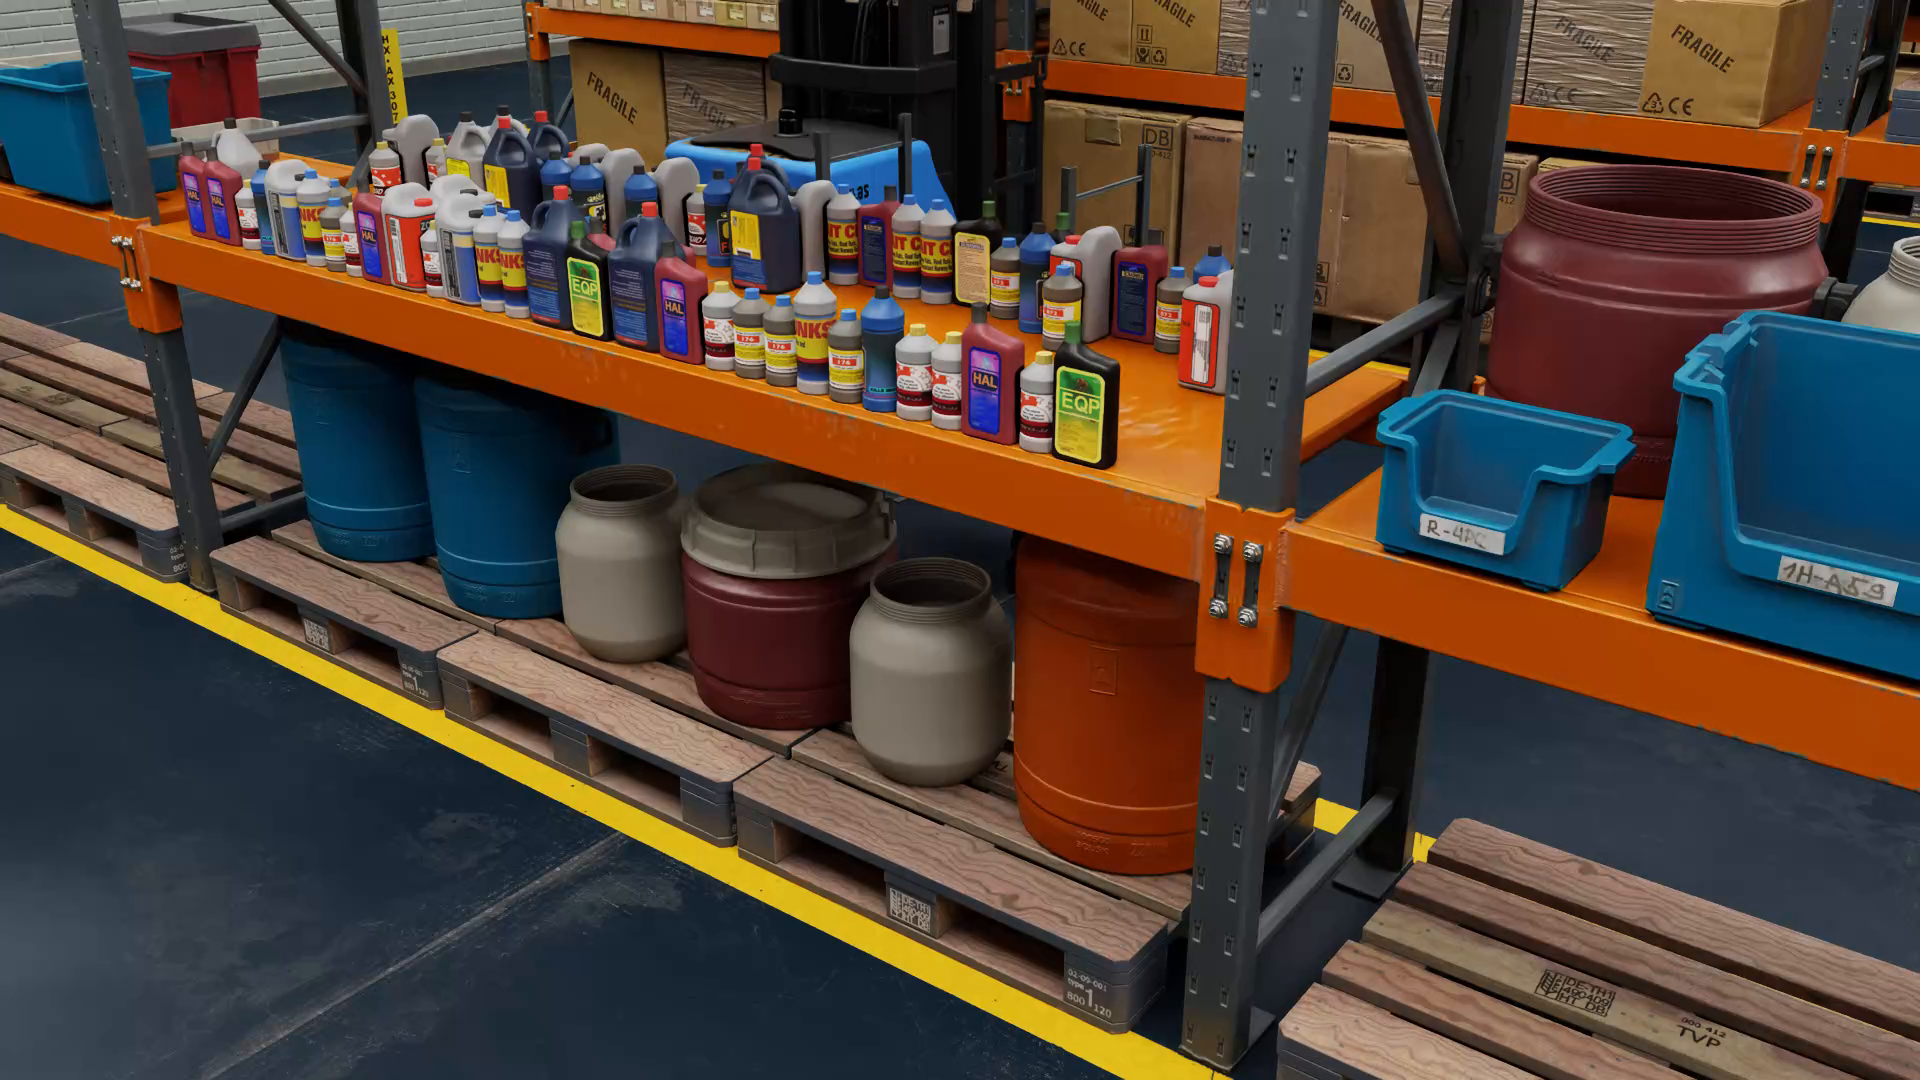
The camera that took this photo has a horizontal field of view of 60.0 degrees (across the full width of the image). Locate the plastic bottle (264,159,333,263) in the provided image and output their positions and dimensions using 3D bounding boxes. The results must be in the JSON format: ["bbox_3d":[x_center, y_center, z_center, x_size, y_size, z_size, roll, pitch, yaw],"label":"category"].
[{"bbox_3d":[-1.933,-0.973,4.891,0.135,0.276,0.152,17,29,33],"label":"plastic bottle"}]

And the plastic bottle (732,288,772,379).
[{"bbox_3d":[-0.480,-0.486,3.878,0.097,0.201,0.097,0,24,0],"label":"plastic bottle"}]

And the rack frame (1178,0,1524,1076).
[{"bbox_3d":[0.833,-0.385,3.405,0.127,3.000,1.000,17,29,33],"label":"rack frame"}]

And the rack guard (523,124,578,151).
[{"bbox_3d":[-2.618,-2.780,11.939,0.348,0.500,1.175,17,29,33],"label":"rack guard"}]

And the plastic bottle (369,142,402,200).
[{"bbox_3d":[-1.919,-1.226,5.559,0.097,0.201,0.097,0,24,0],"label":"plastic bottle"}]

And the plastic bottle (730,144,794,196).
[{"bbox_3d":[-0.555,-0.947,4.741,0.185,0.351,0.144,17,29,33],"label":"plastic bottle"}]

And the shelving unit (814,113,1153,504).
[{"bbox_3d":[0.068,-0.666,5.901,1.048,1.500,0.538,17,29,33],"label":"shelving unit"}]

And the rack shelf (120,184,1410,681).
[{"bbox_3d":[-0.768,-0.540,4.647,4.000,0.370,1.077,17,29,33],"label":"rack shelf"}]

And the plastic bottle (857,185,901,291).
[{"bbox_3d":[-0.217,-0.835,4.570,0.133,0.283,0.061,17,29,33],"label":"plastic bottle"}]

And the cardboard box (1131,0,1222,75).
[{"bbox_3d":[1.223,-2.683,8.496,0.500,0.500,0.500,17,29,33],"label":"cardboard box"}]

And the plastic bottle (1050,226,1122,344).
[{"bbox_3d":[0.310,-0.650,4.158,0.135,0.276,0.152,17,29,33],"label":"plastic bottle"}]

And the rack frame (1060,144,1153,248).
[{"bbox_3d":[0.475,-0.543,5.622,0.032,1.500,0.500,17,29,33],"label":"rack frame"}]

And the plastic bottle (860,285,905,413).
[{"bbox_3d":[-0.169,-0.423,3.650,0.097,0.271,0.097,0,24,0],"label":"plastic bottle"}]

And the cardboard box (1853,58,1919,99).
[{"bbox_3d":[6.154,-3.032,11.060,0.500,0.250,0.500,16,28,32],"label":"cardboard box"}]

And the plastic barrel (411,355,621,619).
[{"bbox_3d":[-1.376,-0.276,5.239,0.708,0.901,0.600,17,29,33],"label":"plastic barrel"}]

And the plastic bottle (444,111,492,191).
[{"bbox_3d":[-1.523,-1.167,5.240,0.185,0.351,0.144,17,29,33],"label":"plastic bottle"}]

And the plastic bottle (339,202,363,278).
[{"bbox_3d":[-1.701,-0.855,4.716,0.097,0.201,0.097,0,24,0],"label":"plastic bottle"}]

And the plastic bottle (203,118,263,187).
[{"bbox_3d":[-2.249,-1.131,5.157,0.185,0.351,0.144,17,29,33],"label":"plastic bottle"}]

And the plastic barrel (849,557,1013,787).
[{"bbox_3d":[-0.074,0.340,4.322,0.421,0.512,0.421,0,24,0],"label":"plastic barrel"}]

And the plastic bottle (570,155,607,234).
[{"bbox_3d":[-1.115,-1.015,4.994,0.097,0.271,0.097,0,24,0],"label":"plastic bottle"}]

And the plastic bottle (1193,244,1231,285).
[{"bbox_3d":[0.604,-0.572,3.989,0.097,0.271,0.097,0,24,0],"label":"plastic bottle"}]

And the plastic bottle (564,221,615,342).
[{"bbox_3d":[-0.916,-0.646,4.140,0.133,0.283,0.061,17,29,33],"label":"plastic bottle"}]

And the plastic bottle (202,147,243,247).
[{"bbox_3d":[-2.224,-1.041,5.037,0.133,0.283,0.061,17,29,33],"label":"plastic bottle"}]

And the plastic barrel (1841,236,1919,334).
[{"bbox_3d":[1.784,-0.257,2.974,0.421,0.512,0.421,0,24,0],"label":"plastic barrel"}]

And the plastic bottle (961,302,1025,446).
[{"bbox_3d":[0.068,-0.348,3.464,0.133,0.283,0.061,17,29,33],"label":"plastic bottle"}]

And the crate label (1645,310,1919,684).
[{"bbox_3d":[1.465,-0.074,2.654,0.616,0.435,0.502,17,29,33],"label":"crate label"}]

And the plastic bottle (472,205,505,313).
[{"bbox_3d":[-1.223,-0.742,4.374,0.097,0.271,0.097,0,24,0],"label":"plastic bottle"}]

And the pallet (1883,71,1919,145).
[{"bbox_3d":[4.437,-1.758,6.757,1.003,0.211,1.213,17,29,33],"label":"pallet"}]

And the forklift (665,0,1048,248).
[{"bbox_3d":[-0.150,-2.603,8.522,1.130,2.935,3.031,16,28,32],"label":"forklift"}]

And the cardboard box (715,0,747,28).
[{"bbox_3d":[-1.281,-3.239,10.193,0.250,0.149,0.380,16,28,32],"label":"cardboard box"}]

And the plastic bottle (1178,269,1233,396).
[{"bbox_3d":[0.589,-0.489,3.793,0.135,0.276,0.152,17,29,33],"label":"plastic bottle"}]

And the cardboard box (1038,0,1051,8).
[{"bbox_3d":[0.384,-3.216,9.647,0.500,0.250,0.500,16,29,32],"label":"cardboard box"}]

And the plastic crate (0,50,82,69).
[{"bbox_3d":[-3.480,-1.755,6.585,0.530,0.282,0.437,17,29,33],"label":"plastic crate"}]

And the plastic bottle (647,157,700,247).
[{"bbox_3d":[-0.870,-1.006,4.967,0.135,0.276,0.152,17,29,33],"label":"plastic bottle"}]

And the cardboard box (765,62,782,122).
[{"bbox_3d":[-0.598,-2.574,10.485,0.875,0.875,0.875,17,29,33],"label":"cardboard box"}]

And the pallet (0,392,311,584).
[{"bbox_3d":[-2.980,-0.242,6.537,1.213,0.211,1.003,17,29,33],"label":"pallet"}]

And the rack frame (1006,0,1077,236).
[{"bbox_3d":[0.602,-2.951,9.227,0.127,3.000,1.000,17,29,33],"label":"rack frame"}]

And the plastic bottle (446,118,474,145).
[{"bbox_3d":[-1.646,-1.267,5.550,0.133,0.283,0.061,17,29,33],"label":"plastic bottle"}]

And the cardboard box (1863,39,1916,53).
[{"bbox_3d":[8.533,-4.812,15.565,0.875,0.875,0.875,17,29,34],"label":"cardboard box"}]

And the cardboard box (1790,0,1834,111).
[{"bbox_3d":[3.577,-2.235,7.477,0.500,0.500,0.500,18,29,35],"label":"cardboard box"}]

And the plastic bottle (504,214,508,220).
[{"bbox_3d":[-1.240,-0.792,4.573,0.097,0.201,0.097,0,24,0],"label":"plastic bottle"}]

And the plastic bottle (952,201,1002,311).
[{"bbox_3d":[0.046,-0.756,4.390,0.133,0.283,0.061,17,29,33],"label":"plastic bottle"}]

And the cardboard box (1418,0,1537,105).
[{"bbox_3d":[2.447,-2.316,7.661,0.500,0.500,0.500,16,28,32],"label":"cardboard box"}]

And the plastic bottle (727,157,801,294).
[{"bbox_3d":[-0.538,-0.866,4.555,0.185,0.351,0.144,17,29,33],"label":"plastic bottle"}]

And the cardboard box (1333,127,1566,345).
[{"bbox_3d":[2.555,-1.595,8.264,0.875,0.875,1.225,17,29,33],"label":"cardboard box"}]

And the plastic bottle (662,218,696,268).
[{"bbox_3d":[-0.723,-0.660,4.172,0.133,0.283,0.061,17,29,33],"label":"plastic bottle"}]

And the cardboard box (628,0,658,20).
[{"bbox_3d":[-1.892,-3.425,10.614,0.250,0.149,0.380,16,29,33],"label":"cardboard box"}]

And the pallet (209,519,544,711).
[{"bbox_3d":[-1.776,0.123,5.708,1.213,0.211,1.003,17,29,33],"label":"pallet"}]

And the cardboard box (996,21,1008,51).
[{"bbox_3d":[0.162,-2.804,9.205,0.250,0.149,0.380,17,29,34],"label":"cardboard box"}]

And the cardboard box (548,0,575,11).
[{"bbox_3d":[-2.512,-3.611,11.036,0.250,0.149,0.380,17,29,34],"label":"cardboard box"}]

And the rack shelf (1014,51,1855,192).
[{"bbox_3d":[2.203,-2.138,8.274,4.000,0.370,1.077,17,29,33],"label":"rack shelf"}]

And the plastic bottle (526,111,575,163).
[{"bbox_3d":[-1.288,-1.169,5.244,0.185,0.351,0.144,17,29,33],"label":"plastic bottle"}]

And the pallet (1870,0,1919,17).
[{"bbox_3d":[6.225,-3.610,10.960,1.003,0.211,1.213,17,29,33],"label":"pallet"}]
